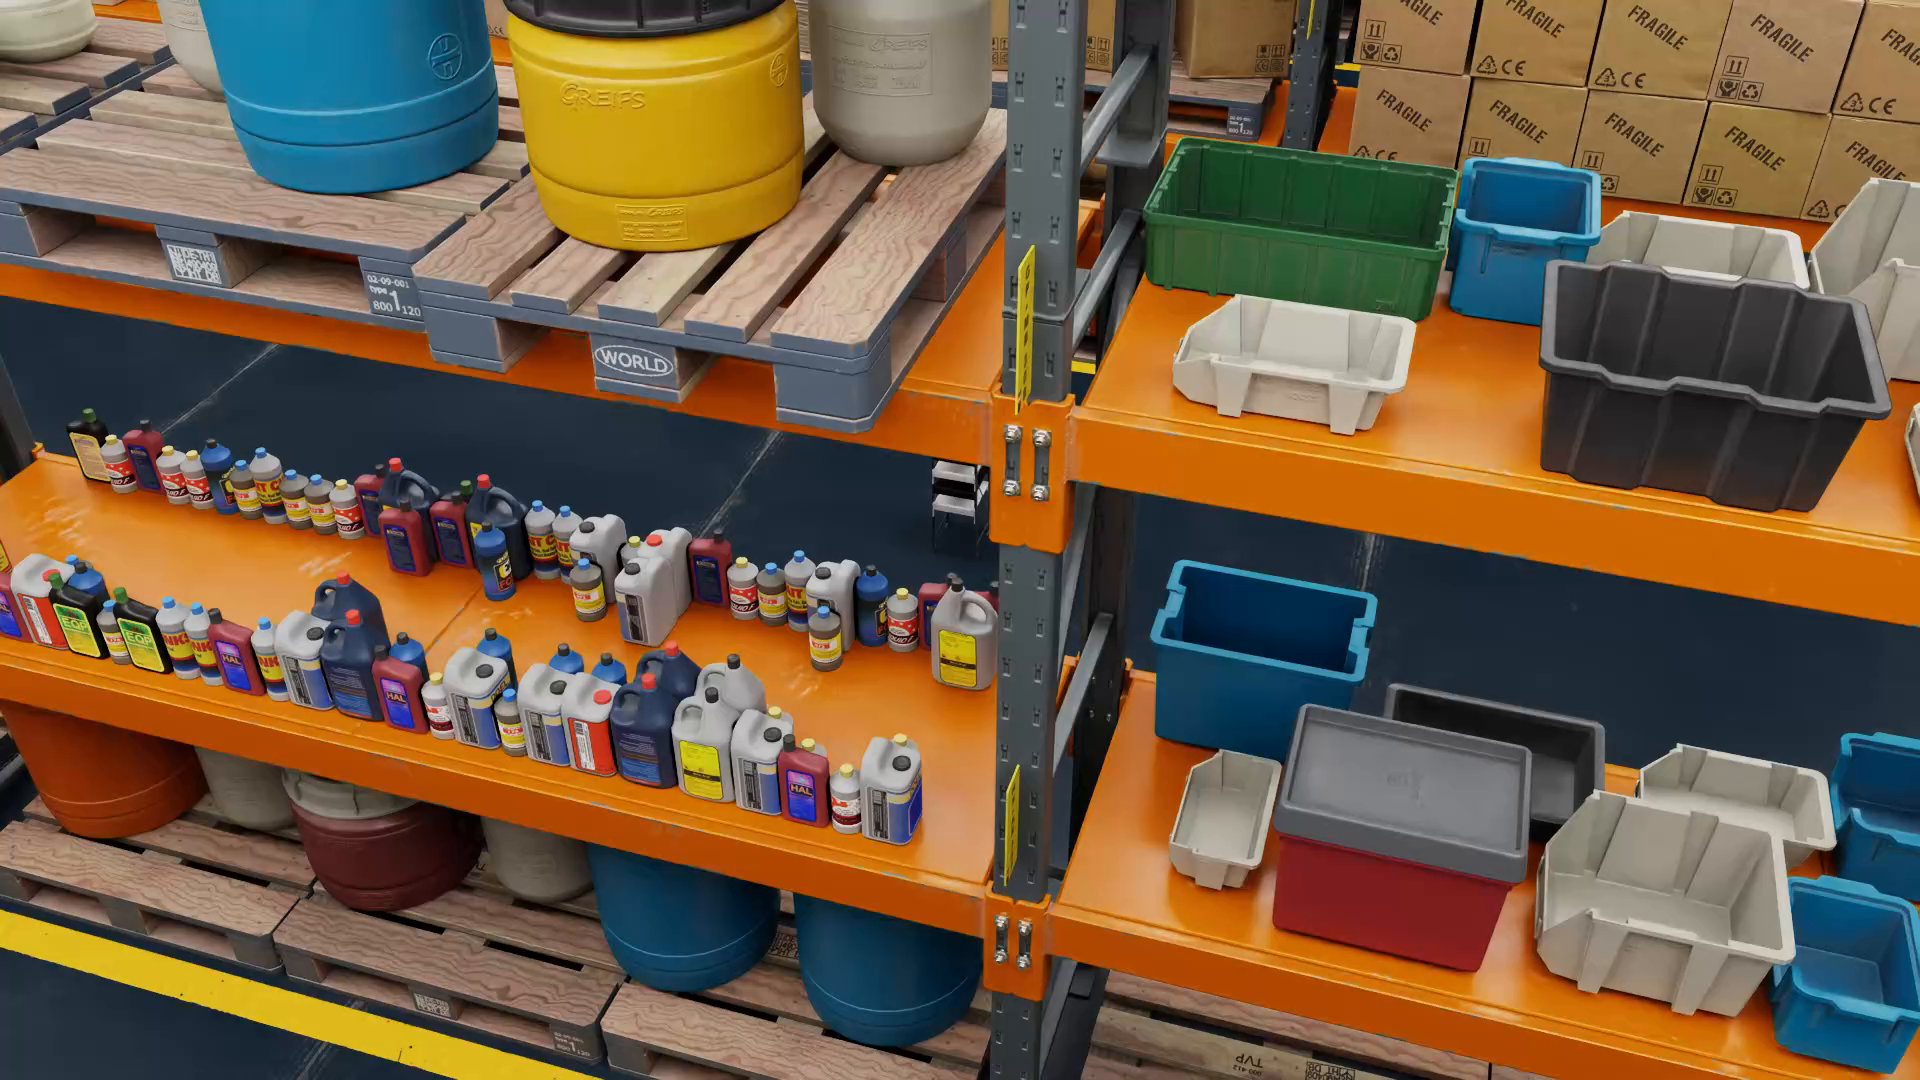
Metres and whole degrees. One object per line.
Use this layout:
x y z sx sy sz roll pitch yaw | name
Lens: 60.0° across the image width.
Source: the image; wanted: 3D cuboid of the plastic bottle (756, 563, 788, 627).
-0.581 0.161 5.168 0.097 0.201 0.097 0 36 0 | plastic bottle

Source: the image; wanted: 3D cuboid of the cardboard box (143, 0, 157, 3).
-4.633 -3.522 9.920 0.500 0.500 0.500 13 38 17 | cardboard box

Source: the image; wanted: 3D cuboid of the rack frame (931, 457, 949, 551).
-0.089 -0.379 7.506 0.006 0.900 0.240 10 38 14 | rack frame

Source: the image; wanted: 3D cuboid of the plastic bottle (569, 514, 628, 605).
-1.142 0.044 5.264 0.135 0.276 0.152 10 38 14 | plastic bottle

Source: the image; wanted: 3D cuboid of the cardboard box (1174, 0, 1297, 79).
1.387 -2.725 8.484 0.500 0.500 0.700 -1 36 -2 | cardboard box

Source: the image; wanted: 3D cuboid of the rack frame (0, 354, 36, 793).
-3.526 -0.211 5.506 0.127 3.000 1.000 10 38 14 | rack frame

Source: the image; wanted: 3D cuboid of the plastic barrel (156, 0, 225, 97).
-1.789 -1.415 4.142 0.433 0.535 0.433 0 36 0 | plastic barrel

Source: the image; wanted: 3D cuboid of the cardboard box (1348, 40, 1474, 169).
2.178 -2.102 7.991 0.500 0.500 0.500 11 38 15 | cardboard box

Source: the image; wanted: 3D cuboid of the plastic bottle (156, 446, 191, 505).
-2.688 -0.229 5.698 0.097 0.201 0.097 0 36 0 | plastic bottle

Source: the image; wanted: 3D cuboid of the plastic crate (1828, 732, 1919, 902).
2.429 0.731 4.317 0.300 0.233 0.416 10 38 14 | plastic crate

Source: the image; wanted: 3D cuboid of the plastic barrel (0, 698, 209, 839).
-3.054 0.571 5.920 0.708 0.830 0.600 10 38 14 | plastic barrel

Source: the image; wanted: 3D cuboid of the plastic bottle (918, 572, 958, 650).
-0.058 0.214 5.028 0.133 0.283 0.061 10 38 14 | plastic bottle

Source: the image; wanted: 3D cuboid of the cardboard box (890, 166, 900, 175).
-0.086 -1.970 9.633 0.500 0.500 0.500 9 37 12 | cardboard box

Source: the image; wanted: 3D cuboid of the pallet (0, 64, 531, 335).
-1.569 -0.918 4.095 1.213 0.211 1.003 10 38 14 | pallet

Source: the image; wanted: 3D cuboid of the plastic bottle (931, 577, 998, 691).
0.014 0.263 4.903 0.185 0.351 0.144 10 38 14 | plastic bottle

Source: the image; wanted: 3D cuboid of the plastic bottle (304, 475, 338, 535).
-2.130 -0.126 5.558 0.097 0.201 0.097 0 36 0 | plastic bottle

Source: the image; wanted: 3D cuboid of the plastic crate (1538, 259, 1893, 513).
1.396 -0.284 3.186 0.590 0.269 0.497 10 38 14 | plastic crate

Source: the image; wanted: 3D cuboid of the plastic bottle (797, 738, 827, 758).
-0.409 0.627 4.536 0.097 0.201 0.097 0 36 0 | plastic bottle

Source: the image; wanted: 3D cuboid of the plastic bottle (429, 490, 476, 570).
-1.636 -0.041 5.373 0.133 0.283 0.061 10 38 14 | plastic bottle

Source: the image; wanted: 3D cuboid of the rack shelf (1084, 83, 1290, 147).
-0.137 -2.448 8.988 3.809 0.124 0.919 10 38 14 | rack shelf

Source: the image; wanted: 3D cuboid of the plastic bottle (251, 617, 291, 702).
-2.005 0.341 4.865 0.097 0.271 0.097 0 36 0 | plastic bottle

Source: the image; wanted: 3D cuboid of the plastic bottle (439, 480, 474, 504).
-1.618 -0.075 5.420 0.133 0.283 0.061 10 38 14 | plastic bottle

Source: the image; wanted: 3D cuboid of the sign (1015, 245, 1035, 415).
0.126 -0.404 3.231 0.005 0.325 0.100 10 38 14 | sign

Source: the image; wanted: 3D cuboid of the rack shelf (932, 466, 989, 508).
0.008 -0.262 7.554 0.200 0.077 0.258 10 38 14 | rack shelf

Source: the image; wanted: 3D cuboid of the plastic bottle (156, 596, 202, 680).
-2.318 0.283 4.944 0.097 0.271 0.097 0 36 0 | plastic bottle

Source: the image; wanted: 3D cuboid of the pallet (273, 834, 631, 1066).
-1.600 1.245 5.881 1.213 0.211 1.003 10 38 14 | pallet

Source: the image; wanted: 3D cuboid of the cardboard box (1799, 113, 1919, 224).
4.111 -1.745 7.506 0.500 0.500 0.500 11 38 14 | cardboard box

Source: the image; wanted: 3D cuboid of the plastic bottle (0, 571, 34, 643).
-2.909 0.180 5.074 0.133 0.283 0.061 10 38 14 | plastic bottle

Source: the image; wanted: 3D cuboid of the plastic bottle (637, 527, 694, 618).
-0.920 0.085 5.208 0.135 0.276 0.152 10 38 14 | plastic bottle

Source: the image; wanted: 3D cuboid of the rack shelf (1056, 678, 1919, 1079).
2.201 1.061 4.220 3.809 0.124 0.919 10 38 14 | rack shelf

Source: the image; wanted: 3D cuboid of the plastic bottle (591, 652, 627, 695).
-0.991 0.434 4.739 0.097 0.271 0.097 0 36 0 | plastic bottle

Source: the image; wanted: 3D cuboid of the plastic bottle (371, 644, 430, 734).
-1.595 0.423 4.743 0.133 0.283 0.061 10 38 14 | plastic bottle

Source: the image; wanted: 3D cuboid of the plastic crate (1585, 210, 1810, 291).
1.619 -0.596 3.721 0.466 0.136 0.293 10 38 14 | plastic crate

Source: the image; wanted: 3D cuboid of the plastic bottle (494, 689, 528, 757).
-1.258 0.507 4.698 0.097 0.201 0.097 0 36 0 | plastic bottle

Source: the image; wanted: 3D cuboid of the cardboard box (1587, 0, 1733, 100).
3.121 -2.324 7.449 0.500 0.500 0.500 9 37 13 | cardboard box

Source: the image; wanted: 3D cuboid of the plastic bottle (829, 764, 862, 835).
-0.300 0.685 4.457 0.097 0.201 0.097 0 36 0 | plastic bottle

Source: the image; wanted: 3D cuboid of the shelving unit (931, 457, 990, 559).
0.008 -0.361 7.481 0.210 0.900 0.258 10 38 14 | shelving unit

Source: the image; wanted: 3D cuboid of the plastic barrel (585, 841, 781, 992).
-0.898 0.941 5.356 0.708 0.901 0.600 10 38 14 | plastic barrel

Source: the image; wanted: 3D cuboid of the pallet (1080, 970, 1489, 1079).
1.005 1.727 5.225 1.213 0.211 1.003 10 38 14 | pallet

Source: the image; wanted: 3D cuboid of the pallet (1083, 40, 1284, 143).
1.042 -2.431 8.685 1.213 0.211 1.003 10 38 14 | pallet

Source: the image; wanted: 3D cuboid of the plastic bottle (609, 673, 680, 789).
-0.859 0.506 4.573 0.185 0.351 0.144 10 38 14 | plastic bottle

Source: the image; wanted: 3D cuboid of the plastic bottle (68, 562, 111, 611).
-2.647 0.184 5.078 0.097 0.271 0.097 0 36 0 | plastic bottle
